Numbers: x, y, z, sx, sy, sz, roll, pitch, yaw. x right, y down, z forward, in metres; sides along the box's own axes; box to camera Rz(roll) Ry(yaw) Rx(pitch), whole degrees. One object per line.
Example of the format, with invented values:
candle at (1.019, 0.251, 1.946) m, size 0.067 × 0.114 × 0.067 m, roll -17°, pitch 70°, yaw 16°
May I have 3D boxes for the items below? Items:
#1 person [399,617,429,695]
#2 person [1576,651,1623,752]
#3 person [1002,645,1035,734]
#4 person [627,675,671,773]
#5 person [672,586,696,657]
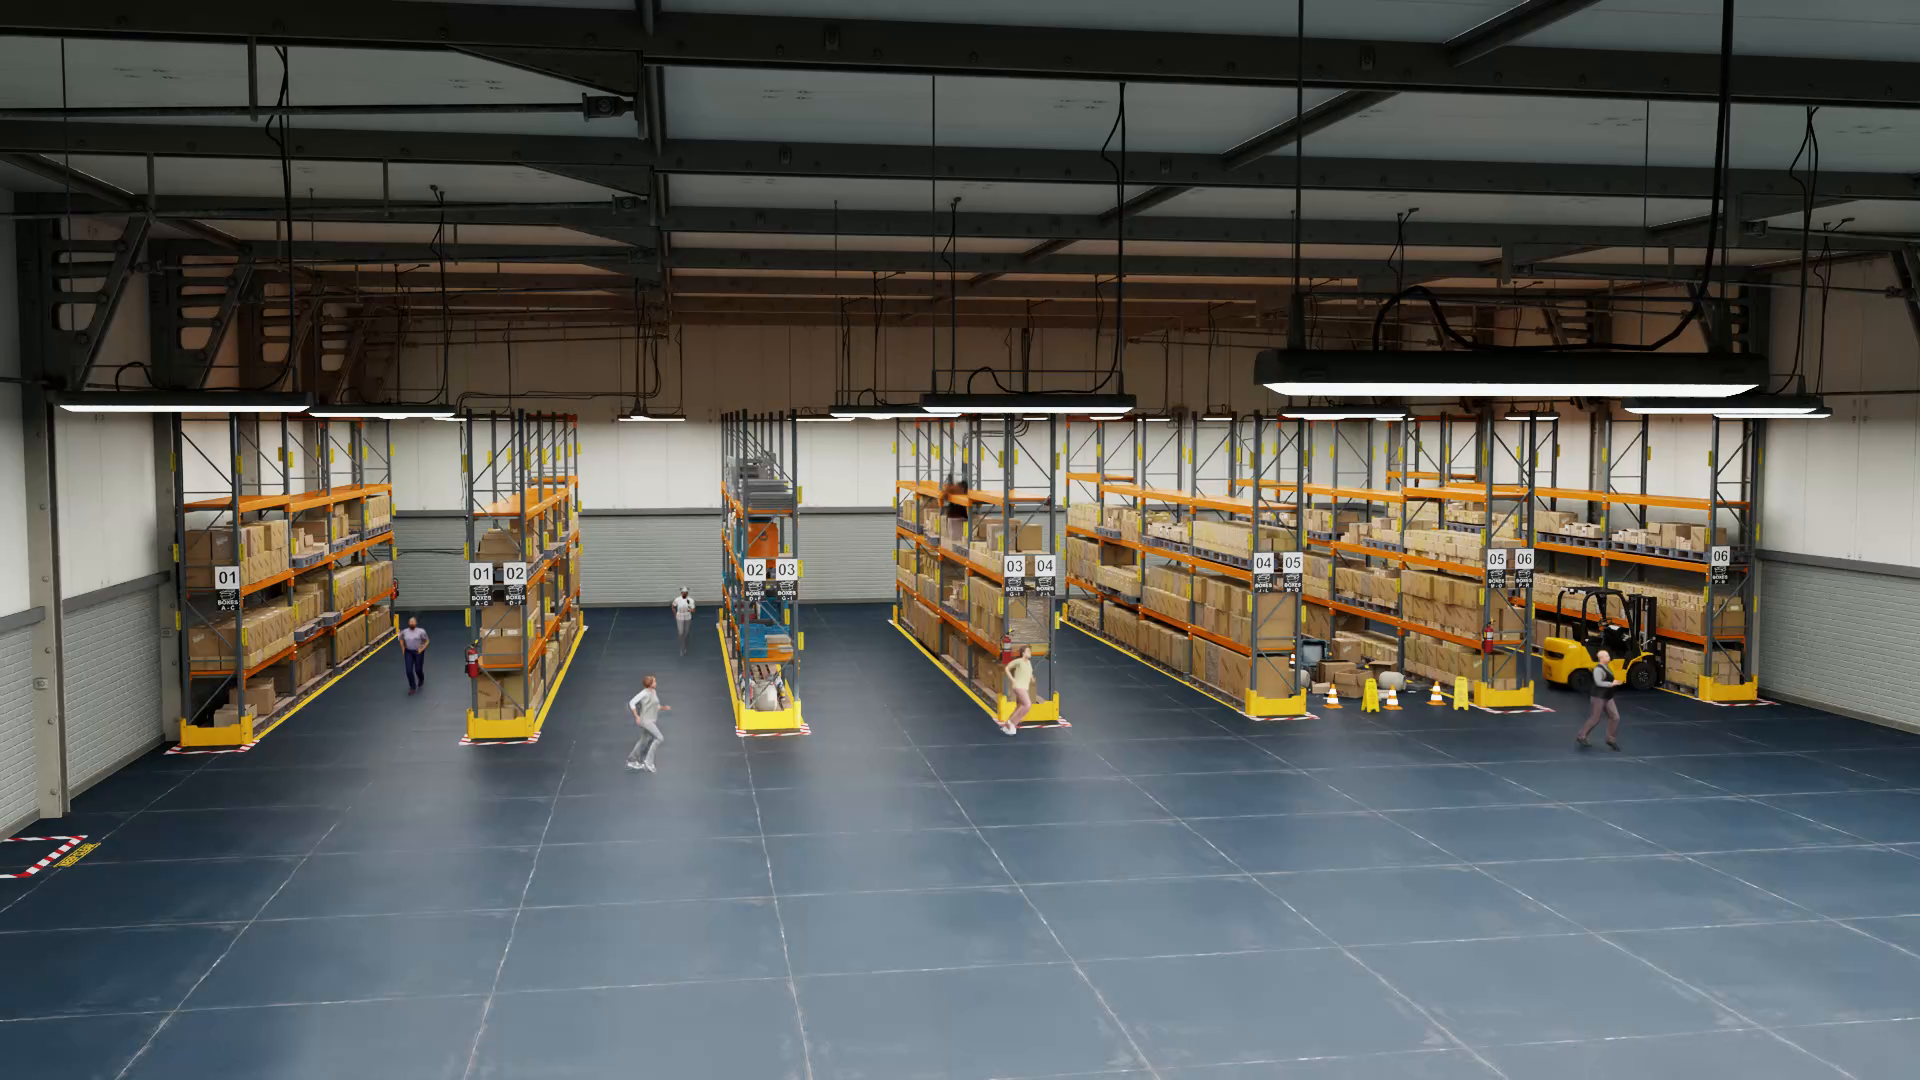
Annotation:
person at (-11.640, 2.447, 35.465) m, size 0.618 × 1.629 × 0.719 m, roll -1°, pitch 4°, yaw -10°
person at (11.239, 2.825, 29.175) m, size 0.786 × 1.789 × 0.672 m, roll 4°, pitch 5°, yaw 42°
person at (1.127, 2.761, 30.734) m, size 0.593 × 1.631 × 0.597 m, roll 2°, pitch 5°, yaw 31°
person at (-5.116, 3.018, 27.315) m, size 0.760 × 1.615 × 0.498 m, roll 0°, pitch 4°, yaw 5°
person at (-6.824, 2.017, 41.160) m, size 0.558 × 1.760 × 0.756 m, roll -1°, pitch 4°, yaw -16°
